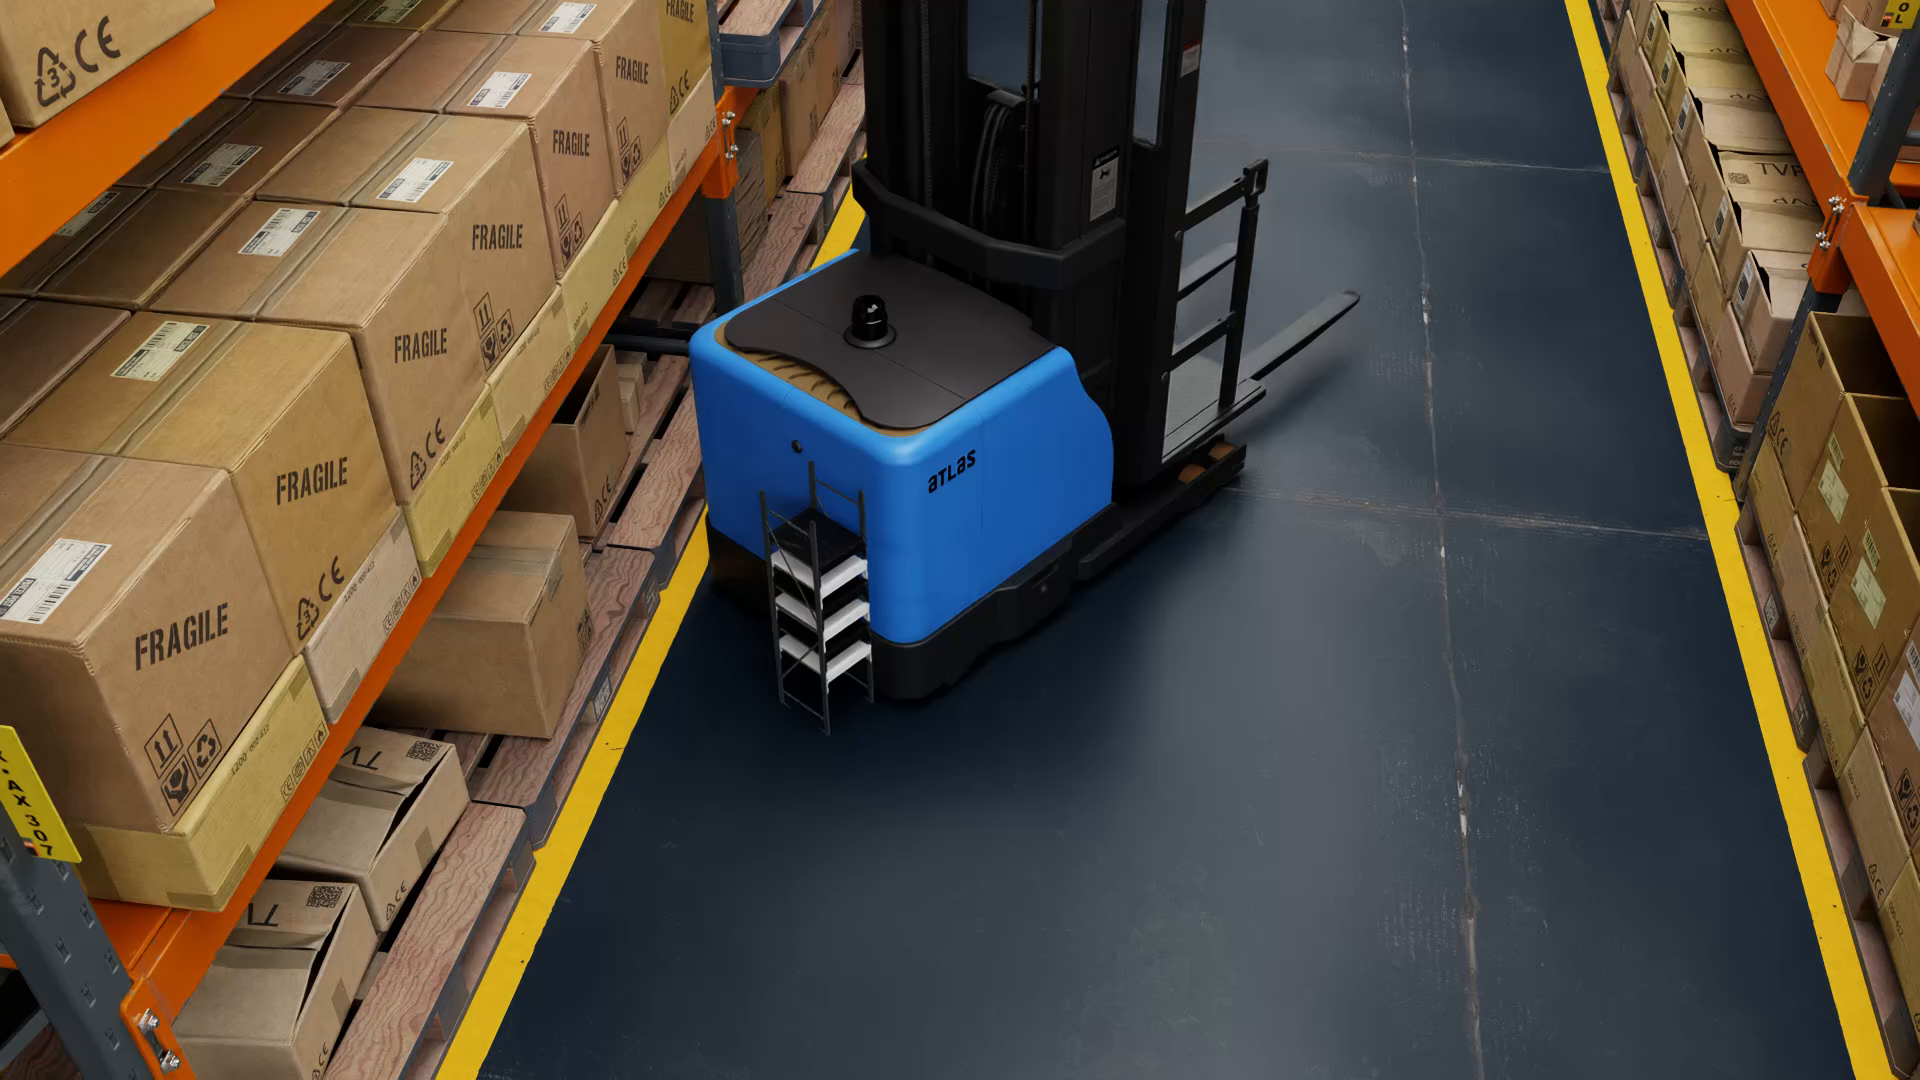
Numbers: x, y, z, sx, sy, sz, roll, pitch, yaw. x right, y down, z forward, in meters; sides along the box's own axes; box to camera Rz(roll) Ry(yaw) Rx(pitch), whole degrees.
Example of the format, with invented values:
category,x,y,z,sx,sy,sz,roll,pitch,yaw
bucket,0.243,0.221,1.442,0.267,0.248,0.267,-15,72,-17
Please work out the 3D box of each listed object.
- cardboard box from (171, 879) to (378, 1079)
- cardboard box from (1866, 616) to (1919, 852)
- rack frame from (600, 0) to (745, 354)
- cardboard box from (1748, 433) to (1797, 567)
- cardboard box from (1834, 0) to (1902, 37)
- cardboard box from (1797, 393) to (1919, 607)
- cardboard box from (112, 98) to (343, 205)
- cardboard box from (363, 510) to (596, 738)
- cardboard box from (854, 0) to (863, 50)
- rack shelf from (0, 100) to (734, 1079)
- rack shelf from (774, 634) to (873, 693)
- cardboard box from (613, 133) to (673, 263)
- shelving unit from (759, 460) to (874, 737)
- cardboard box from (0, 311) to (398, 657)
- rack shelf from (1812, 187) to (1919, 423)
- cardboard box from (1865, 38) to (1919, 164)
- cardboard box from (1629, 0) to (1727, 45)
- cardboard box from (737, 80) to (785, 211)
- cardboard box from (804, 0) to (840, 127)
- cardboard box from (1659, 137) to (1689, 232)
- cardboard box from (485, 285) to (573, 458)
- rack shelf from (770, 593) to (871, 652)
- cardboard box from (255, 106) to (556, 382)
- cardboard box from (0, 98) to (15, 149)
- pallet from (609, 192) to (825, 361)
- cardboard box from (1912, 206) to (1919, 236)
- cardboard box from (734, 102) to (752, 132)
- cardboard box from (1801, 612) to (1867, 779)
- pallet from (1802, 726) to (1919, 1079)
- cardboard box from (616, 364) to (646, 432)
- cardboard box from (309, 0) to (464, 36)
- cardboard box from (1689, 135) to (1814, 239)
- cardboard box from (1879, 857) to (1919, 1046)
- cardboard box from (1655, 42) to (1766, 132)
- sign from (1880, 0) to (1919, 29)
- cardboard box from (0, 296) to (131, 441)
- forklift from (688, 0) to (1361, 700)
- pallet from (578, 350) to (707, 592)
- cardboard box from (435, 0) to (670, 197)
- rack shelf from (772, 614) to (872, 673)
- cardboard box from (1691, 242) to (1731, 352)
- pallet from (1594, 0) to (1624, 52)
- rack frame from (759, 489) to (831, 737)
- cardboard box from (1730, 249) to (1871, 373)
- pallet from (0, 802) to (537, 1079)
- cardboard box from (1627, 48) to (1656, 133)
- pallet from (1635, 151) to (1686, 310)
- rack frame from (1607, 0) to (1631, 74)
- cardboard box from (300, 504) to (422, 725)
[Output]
category,x,y,z,sx,sy,sz,roll,pitch,yaw
cardboard box,-1.860,1.131,4.293,0.500,0.311,0.500,2,40,3
cardboard box,2.857,0.529,4.496,0.500,0.500,0.500,6,40,8
rack frame,-1.377,-1.822,6.100,1.000,3.000,0.127,6,40,8
cardboard box,3.124,-0.123,5.873,0.500,0.250,0.500,6,40,8
cardboard box,3.743,-2.128,6.391,0.500,0.500,0.500,9,40,11
cardboard box,3.036,-0.098,5.255,0.500,0.500,0.500,6,40,8
cardboard box,-1.927,-0.826,4.408,0.500,0.500,0.500,7,40,8
cardboard box,-1.586,0.245,5.216,0.700,0.500,0.500,4,40,5
cardboard box,-0.758,-3.081,9.239,0.700,0.500,0.500,7,40,8
rack shelf,-1.723,-0.290,4.811,1.077,0.370,4.000,6,40,8
rack shelf,-0.448,0.363,5.439,0.258,0.077,0.200,30,48,31
cardboard box,-1.254,-1.130,5.364,0.500,0.250,0.500,7,40,8
shelving unit,-0.448,0.199,5.303,0.258,0.900,0.210,30,48,31
cardboard box,-1.595,-0.126,3.562,0.500,0.500,0.500,7,40,8
rack shelf,3.157,0.254,4.153,1.077,0.370,4.000,6,40,8
cardboard box,3.545,-1.534,5.869,0.500,0.250,0.500,9,40,10
cardboard box,3.815,-2.811,8.684,0.500,0.311,0.500,8,40,9
cardboard box,-1.226,-1.822,7.716,0.700,0.500,0.500,6,40,7
cardboard box,-1.019,-2.456,8.483,0.700,0.500,0.500,6,40,7
cardboard box,3.556,-1.630,7.696,0.500,0.250,0.500,7,40,9
cardboard box,-1.412,-0.497,4.599,0.500,0.250,0.500,7,40,8
rack shelf,-0.448,0.225,5.324,0.258,0.077,0.200,30,48,31
cardboard box,-1.422,-0.775,4.347,0.500,0.500,0.500,8,40,9
cardboard box,-1.765,-0.696,2.290,0.500,0.500,0.500,7,40,9
pallet,-1.243,-1.236,7.580,1.003,0.211,1.213,6,40,8
cardboard box,3.432,-1.038,5.073,0.700,0.500,0.500,5,40,7
cardboard box,-1.193,-2.058,7.413,0.500,0.250,0.500,6,40,7
cardboard box,2.941,0.504,5.115,0.500,0.250,0.500,6,40,8
pallet,3.115,1.059,4.804,1.003,0.211,1.213,6,40,8
cardboard box,-1.440,-0.561,6.452,0.380,0.166,0.250,2,40,2
cardboard box,-1.757,-1.465,5.181,0.500,0.500,0.500,6,40,7
cardboard box,3.463,-1.523,7.126,0.500,0.311,0.500,6,40,8
cardboard box,2.772,1.132,4.356,0.500,0.250,0.500,6,40,8
cardboard box,3.642,-2.160,7.897,0.500,0.311,0.500,5,40,6
sign,2.967,-1.748,5.163,0.100,0.325,0.005,6,40,8
cardboard box,-2.100,-0.185,3.633,0.500,0.500,0.500,7,40,8
forklift,0.467,-1.455,5.709,1.130,2.935,3.031,30,48,31
pallet,-1.458,-0.322,6.474,1.003,0.211,1.213,6,40,8
cardboard box,-1.235,-1.416,5.123,0.500,0.500,0.500,6,40,7
rack shelf,-0.448,0.294,5.382,0.258,0.077,0.200,30,48,31
cardboard box,3.378,-0.990,6.922,0.500,0.250,0.500,6,40,7
pallet,4.362,-3.178,9.929,1.003,0.211,1.213,6,40,8
rack frame,-0.516,0.247,5.245,0.240,0.900,0.006,30,48,31
cardboard box,3.291,-0.882,6.351,0.500,0.311,0.500,6,40,8
pallet,-1.880,1.209,4.622,1.003,0.211,1.213,6,40,8
cardboard box,3.729,-2.279,8.481,0.500,0.250,0.500,5,40,6
pallet,3.801,-1.438,7.824,1.003,0.211,1.213,6,40,8
rack frame,4.195,-3.789,8.478,1.000,3.000,0.127,6,40,8
cardboard box,-1.596,0.140,3.829,0.500,0.250,0.500,5,40,6
